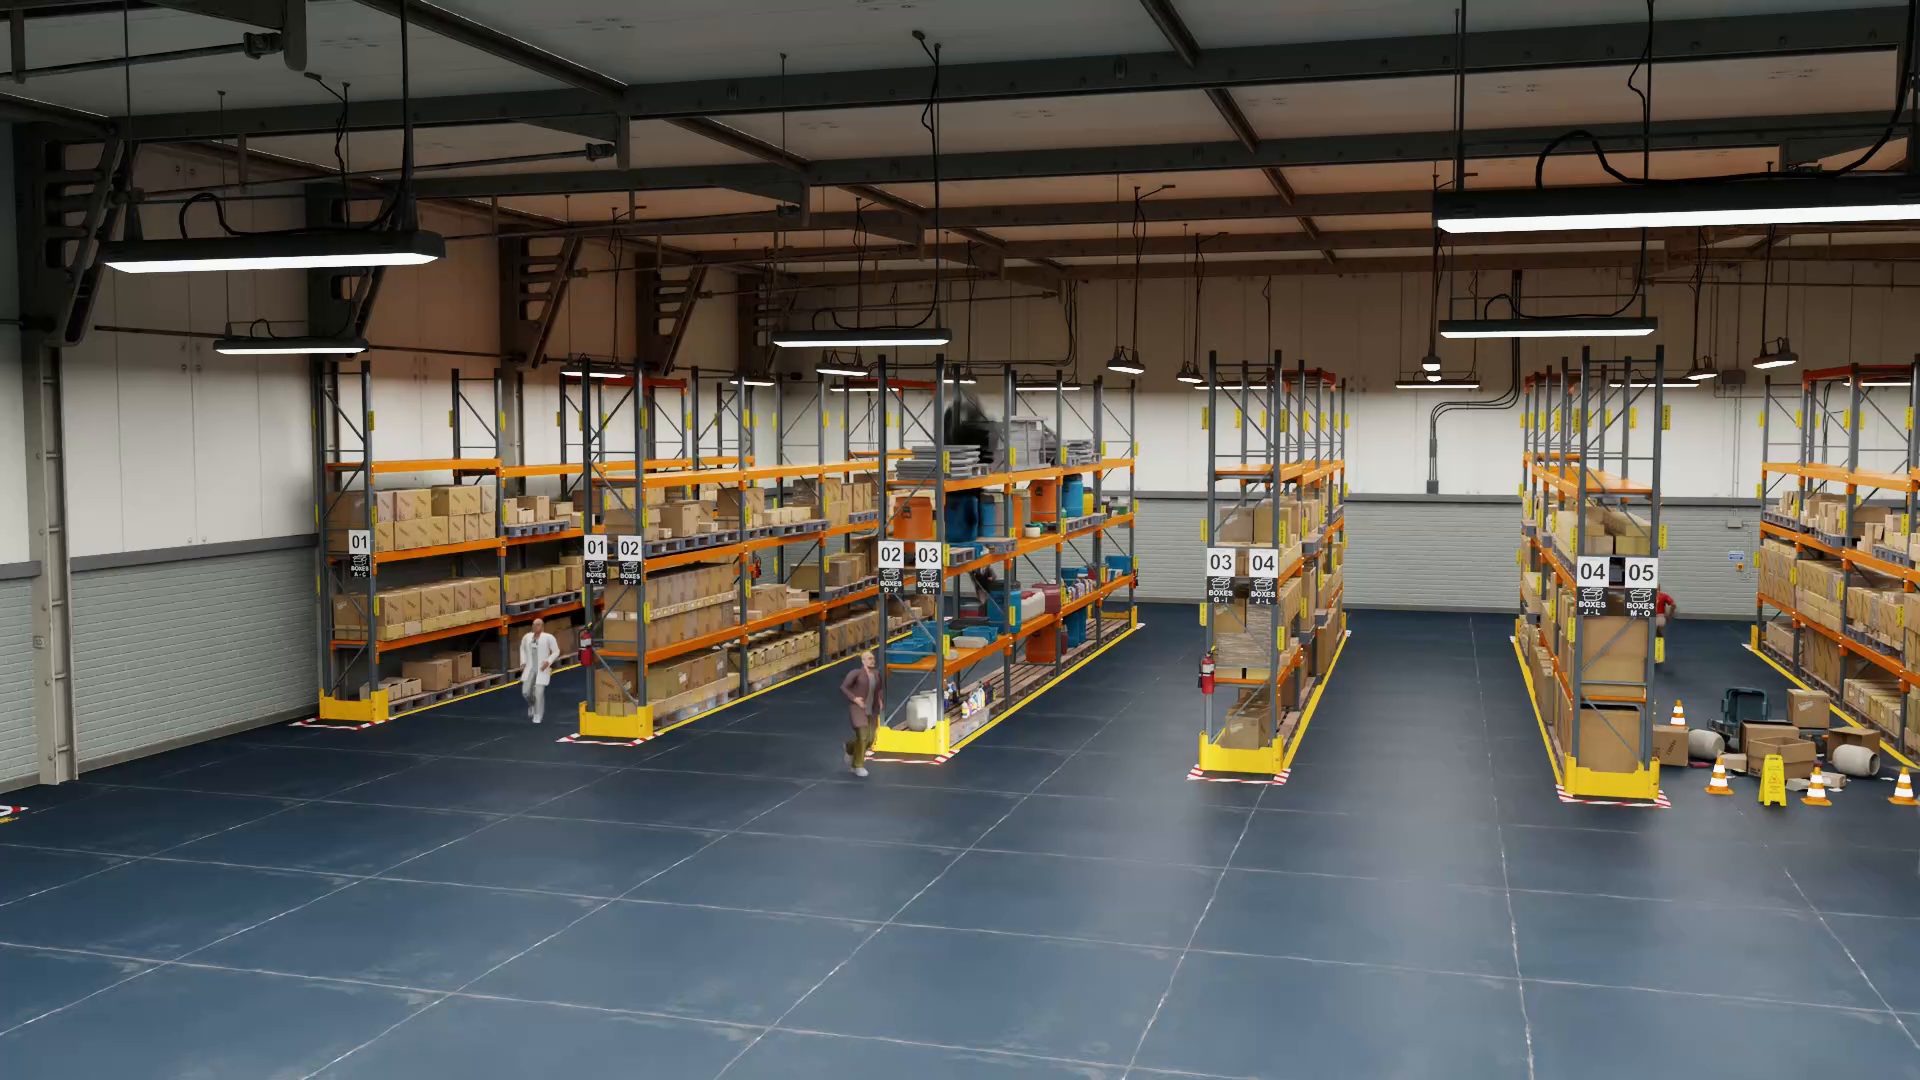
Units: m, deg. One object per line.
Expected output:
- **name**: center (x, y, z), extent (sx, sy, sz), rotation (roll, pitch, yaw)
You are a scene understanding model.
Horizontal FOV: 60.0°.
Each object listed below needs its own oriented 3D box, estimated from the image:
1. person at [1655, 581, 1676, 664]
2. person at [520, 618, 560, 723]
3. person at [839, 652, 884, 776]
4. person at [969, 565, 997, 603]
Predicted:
- **person**: center (14.312, 1.707, 34.255), extent (0.636, 1.747, 0.713), rotation (0, 4, 2)
- **person**: center (-7.010, 2.165, 27.660), extent (0.718, 1.736, 0.614), rotation (0, 4, 4)
- **person**: center (-1.399, 2.457, 23.802), extent (0.747, 1.732, 0.705), rotation (-3, 5, -37)
- **person**: center (0.561, 1.234, 40.783), extent (0.670, 1.737, 0.883), rotation (-1, 4, -7)
